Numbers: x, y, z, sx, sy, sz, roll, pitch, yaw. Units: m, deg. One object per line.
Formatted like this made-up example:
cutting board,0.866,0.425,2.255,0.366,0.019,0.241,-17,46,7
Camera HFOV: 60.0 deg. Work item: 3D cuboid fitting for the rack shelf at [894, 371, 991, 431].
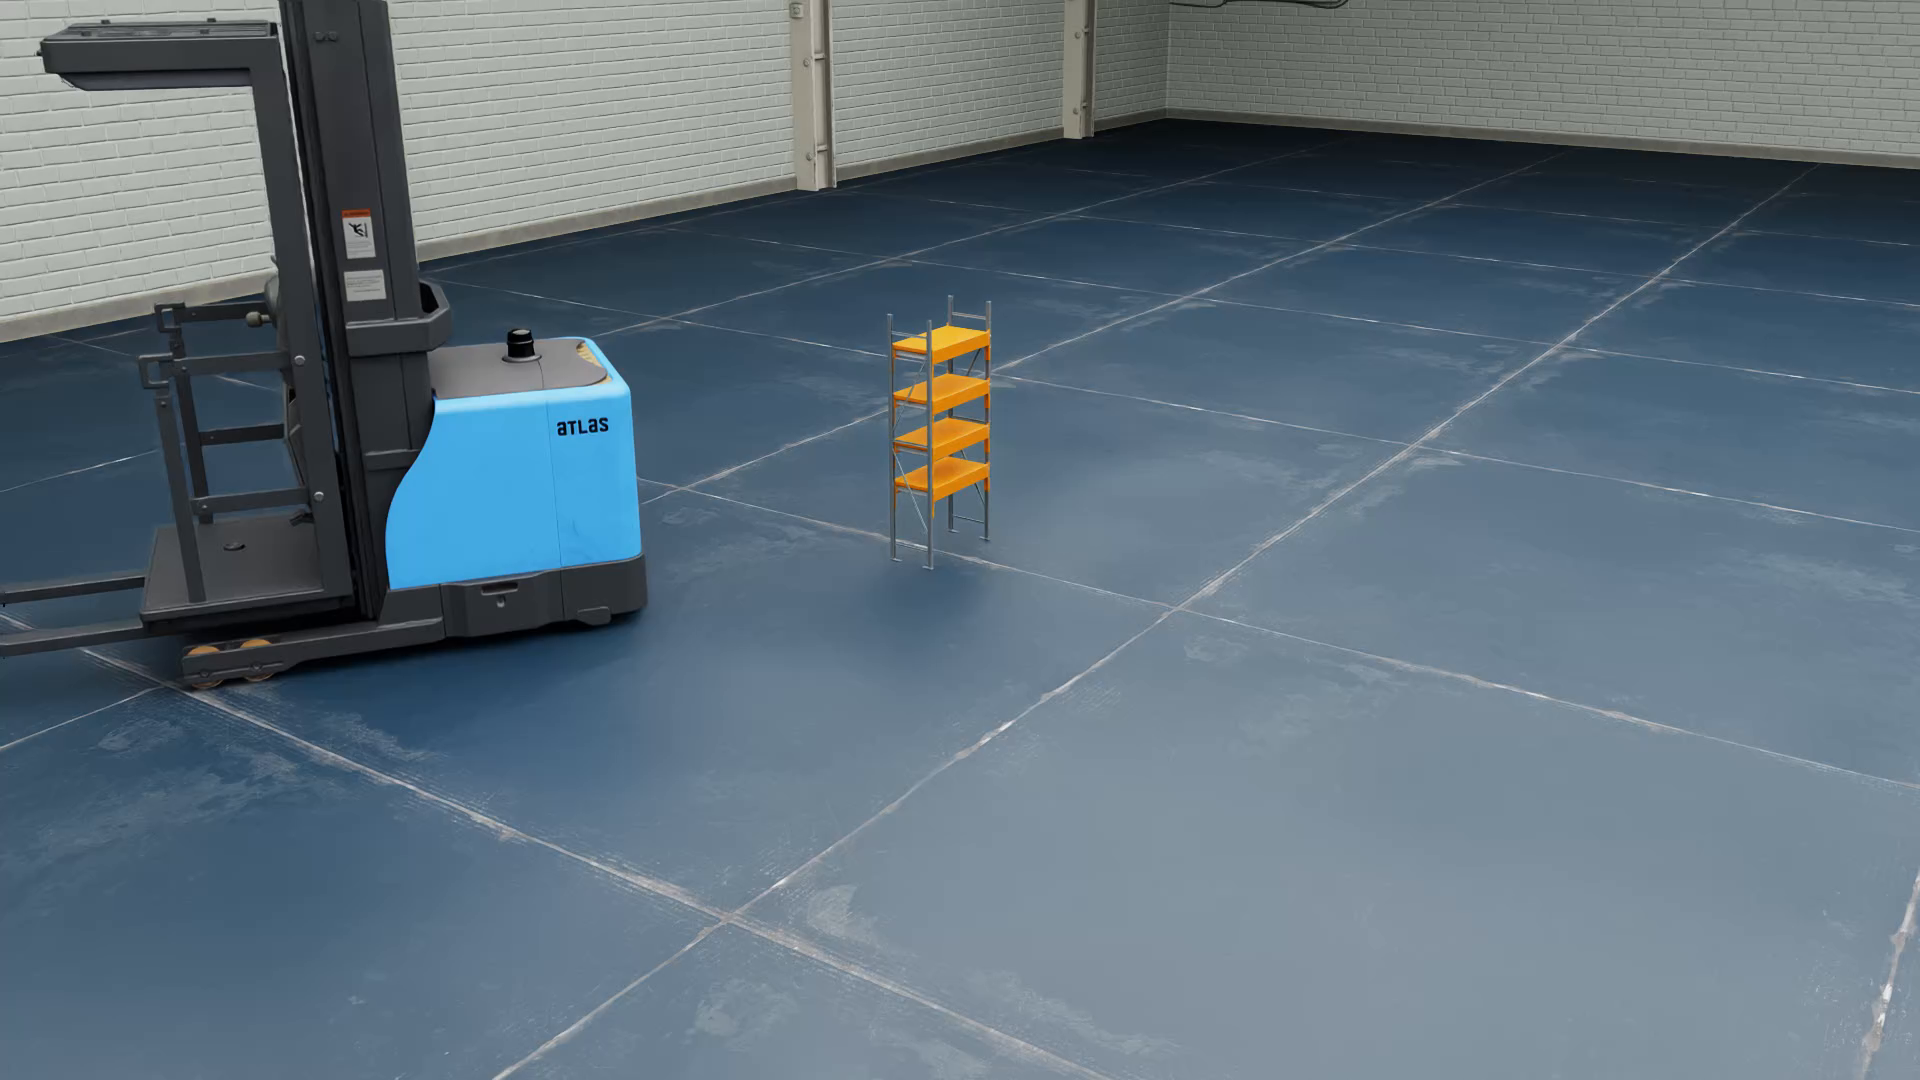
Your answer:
rack shelf,-0.093,-0.662,7.874,0.258,0.148,0.480,13,24,32

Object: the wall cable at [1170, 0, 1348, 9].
wall cable,4.448,-9.166,24.550,3.097,2.526,0.112,13,24,32

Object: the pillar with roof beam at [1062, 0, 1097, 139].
pillar with roof beam,5.259,-9.195,20.153,9.100,9.000,0.400,13,24,32

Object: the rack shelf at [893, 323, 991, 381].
rack shelf,-0.093,-0.884,7.792,0.258,0.148,0.480,13,24,32

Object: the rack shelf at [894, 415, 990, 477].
rack shelf,-0.093,-0.452,7.952,0.258,0.148,0.480,13,24,32

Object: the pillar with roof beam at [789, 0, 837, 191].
pillar with roof beam,1.886,-7.474,15.499,9.100,9.000,0.400,13,24,32

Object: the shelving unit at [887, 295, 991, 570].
shelving unit,-0.093,-0.515,7.928,0.258,1.200,0.503,13,24,32

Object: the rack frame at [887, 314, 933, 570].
rack frame,-0.230,-0.445,7.739,0.240,1.200,0.015,13,24,32

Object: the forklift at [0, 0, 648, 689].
forklift,-2.942,-0.987,6.708,3.031,2.935,1.130,-8,22,-20

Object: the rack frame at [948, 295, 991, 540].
rack frame,0.044,-0.585,8.118,0.240,1.200,0.015,13,24,32

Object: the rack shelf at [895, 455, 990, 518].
rack shelf,-0.093,-0.266,8.021,0.258,0.148,0.480,13,24,32
